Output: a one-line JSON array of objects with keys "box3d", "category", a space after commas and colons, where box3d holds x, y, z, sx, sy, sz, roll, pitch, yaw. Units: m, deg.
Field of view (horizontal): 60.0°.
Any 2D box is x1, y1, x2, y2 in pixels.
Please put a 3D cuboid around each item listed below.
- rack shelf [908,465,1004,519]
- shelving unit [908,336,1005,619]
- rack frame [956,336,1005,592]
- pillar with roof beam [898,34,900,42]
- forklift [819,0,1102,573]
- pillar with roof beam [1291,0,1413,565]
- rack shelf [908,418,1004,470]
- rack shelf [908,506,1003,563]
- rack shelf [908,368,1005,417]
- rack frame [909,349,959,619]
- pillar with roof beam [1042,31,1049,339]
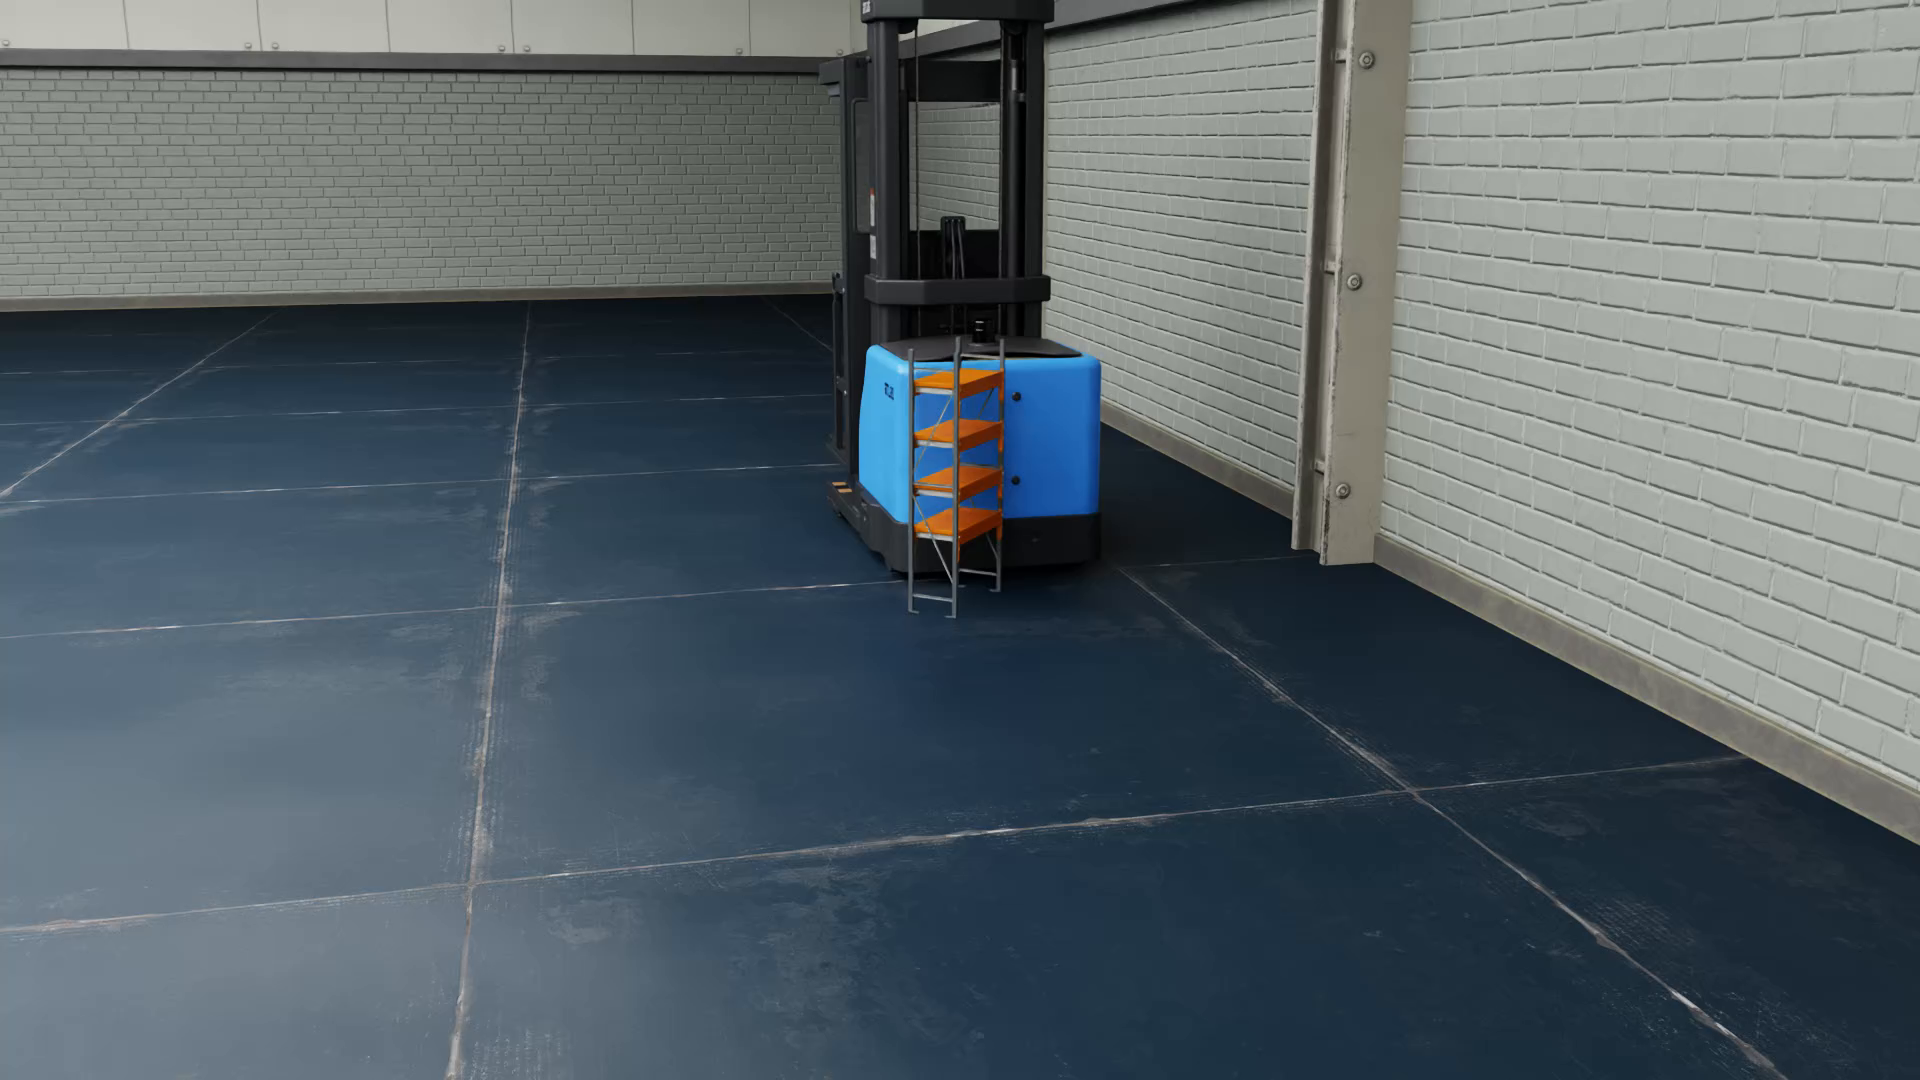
[{"box3d": [-0.014, -0.229, 7.607, 0.258, 0.148, 0.480, 7, 16, 24], "category": "rack shelf"}, {"box3d": [-0.014, -0.294, 7.591, 0.258, 1.200, 0.503, 7, 16, 24], "category": "shelving unit"}, {"box3d": [0.091, -0.348, 7.805, 0.240, 1.200, 0.015, 7, 16, 24], "category": "rack frame"}, {"box3d": [-5.062, -6.825, 17.904, 9.100, 9.000, 0.400, -3, 14, -13], "category": "pillar with roof beam"}, {"box3d": [-0.152, -1.569, 9.173, 1.130, 2.935, 3.031, -3, 14, -14], "category": "forklift"}, {"box3d": [-2.243, -4.057, 6.572, 9.100, 9.000, 0.400, -3, 14, -13], "category": "pillar with roof beam"}, {"box3d": [-0.013, -0.446, 7.552, 0.258, 0.148, 0.480, 7, 16, 24], "category": "rack shelf"}, {"box3d": [-0.016, -0.037, 7.656, 0.258, 0.148, 0.480, 7, 16, 24], "category": "rack shelf"}, {"box3d": [-0.011, -0.675, 7.493, 0.258, 0.148, 0.480, 7, 16, 24], "category": "rack shelf"}, {"box3d": [-0.118, -0.241, 7.377, 0.240, 1.200, 0.015, 7, 16, 24], "category": "rack frame"}, {"box3d": [-3.653, -5.441, 12.238, 9.100, 9.000, 0.400, -3, 14, -13], "category": "pillar with roof beam"}]
